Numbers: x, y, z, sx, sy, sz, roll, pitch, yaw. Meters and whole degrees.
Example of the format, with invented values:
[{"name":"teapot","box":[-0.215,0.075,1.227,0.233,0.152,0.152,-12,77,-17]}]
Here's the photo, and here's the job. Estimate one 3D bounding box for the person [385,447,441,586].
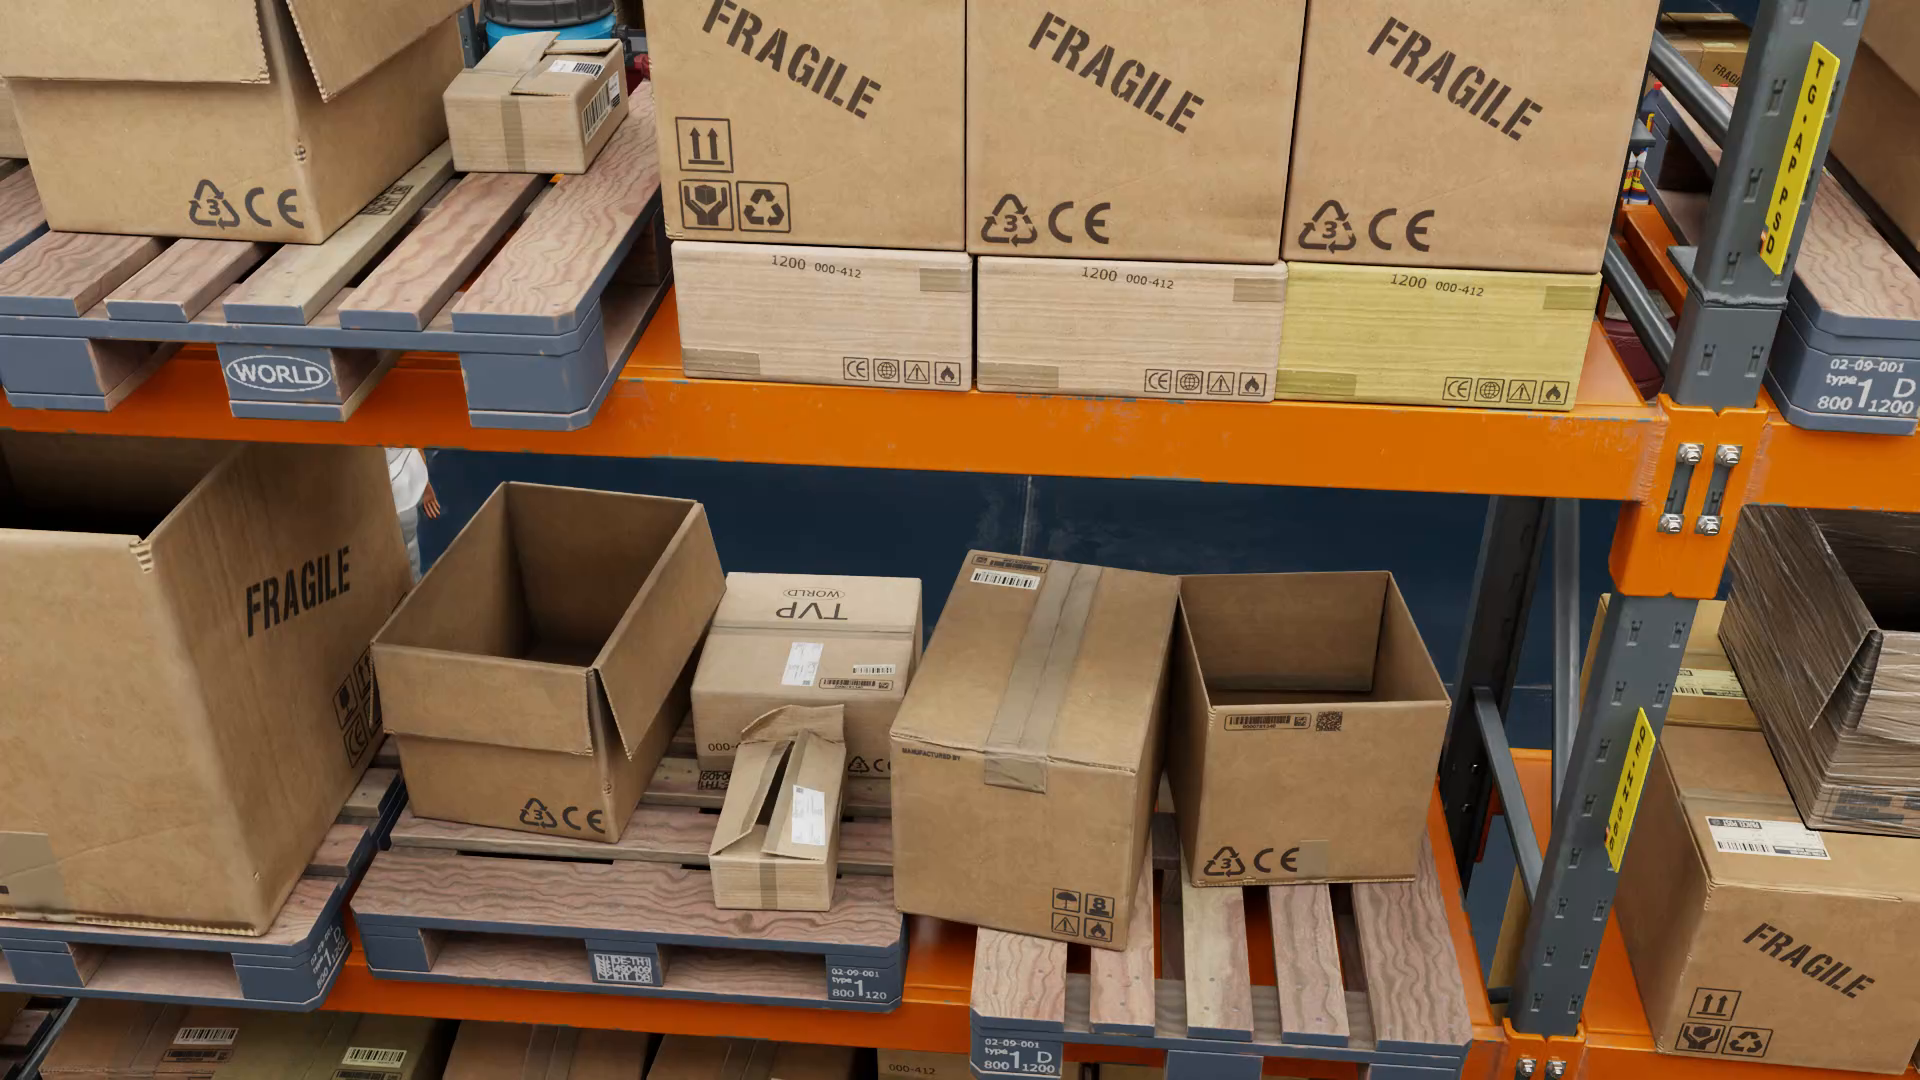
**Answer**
[{"name":"person","box":[-2.213,-0.156,6.366,0.949,1.617,0.480,-2,32,-3]}]
